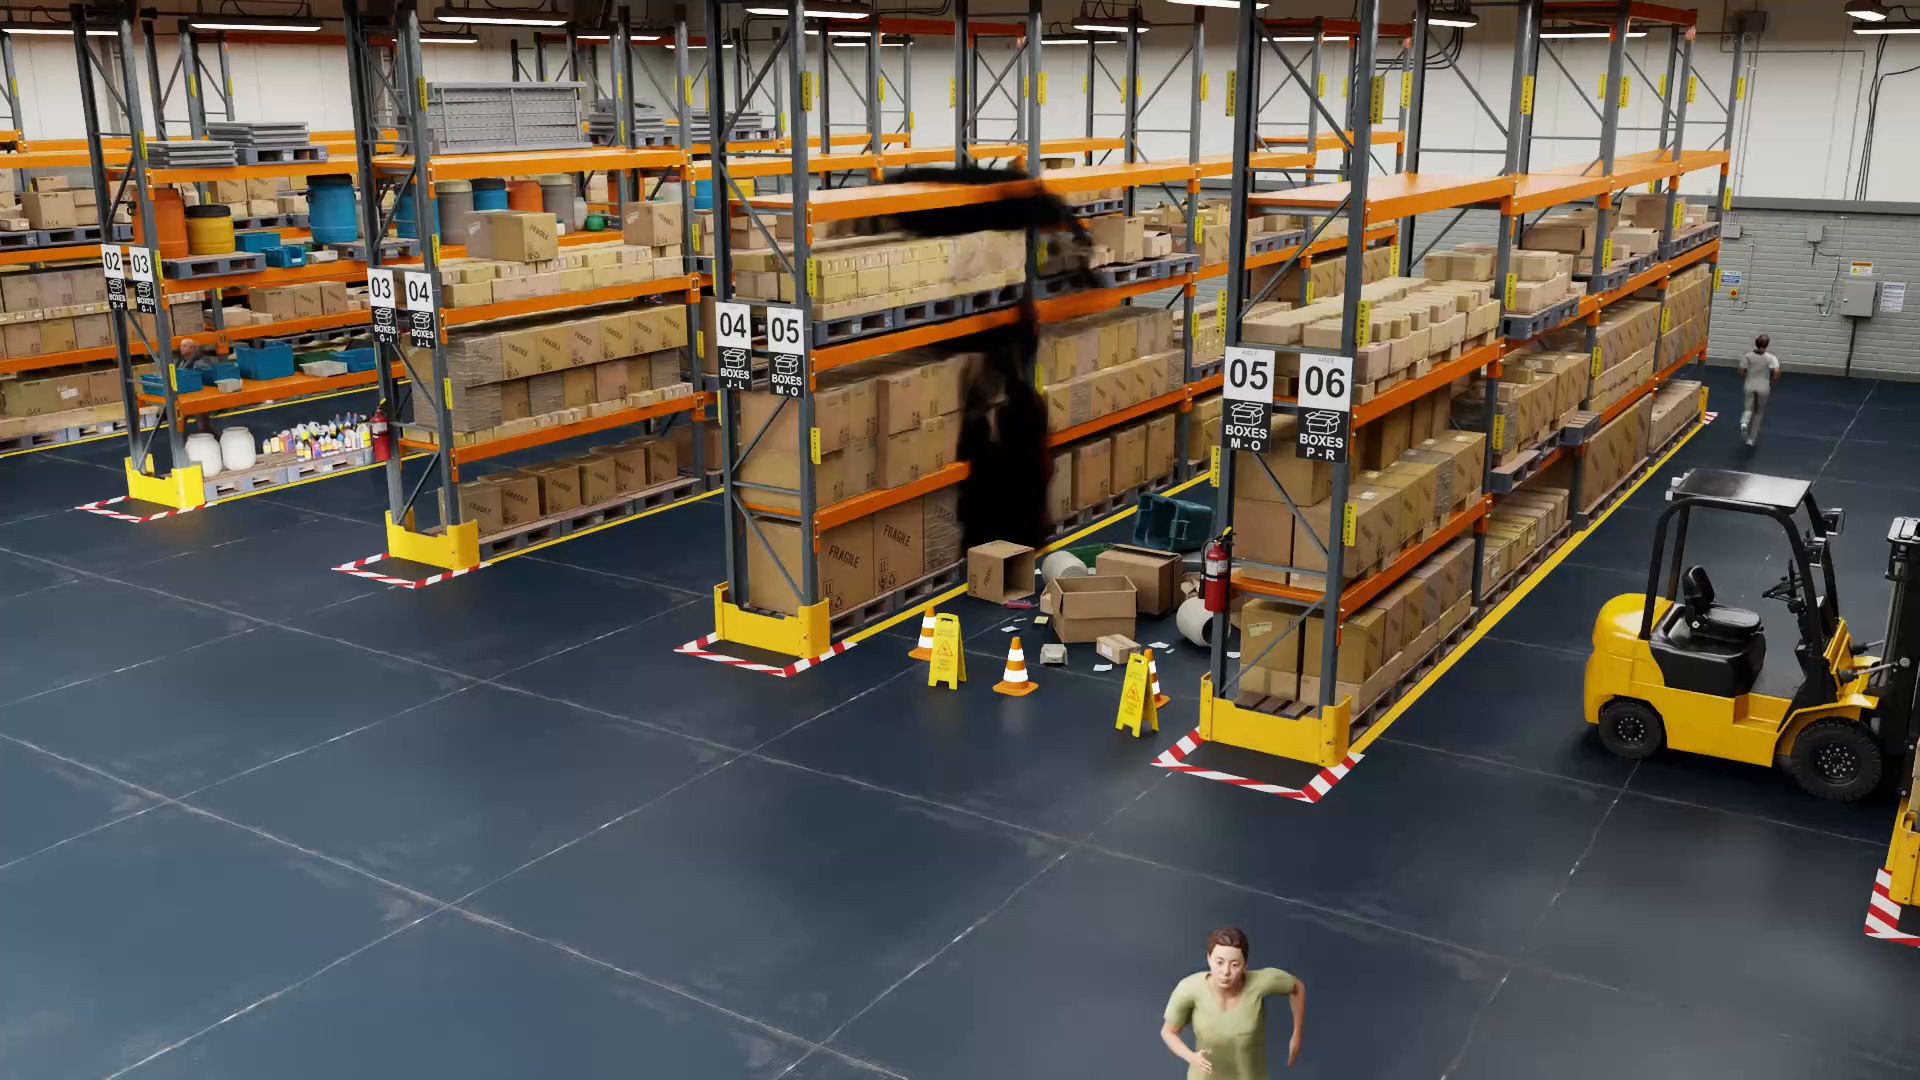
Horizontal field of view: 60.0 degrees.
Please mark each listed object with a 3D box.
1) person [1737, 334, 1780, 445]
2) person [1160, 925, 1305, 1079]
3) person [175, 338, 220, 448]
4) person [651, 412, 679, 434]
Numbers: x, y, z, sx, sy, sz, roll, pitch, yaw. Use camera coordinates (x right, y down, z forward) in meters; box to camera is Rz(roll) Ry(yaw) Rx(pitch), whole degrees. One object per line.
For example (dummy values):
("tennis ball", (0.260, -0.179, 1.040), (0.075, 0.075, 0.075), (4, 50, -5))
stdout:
("person", (11.404, -2.120, 23.817), (0.566, 1.657, 0.794), (9, 18, 30))
("person", (1.196, 2.429, 7.383), (0.602, 1.671, 0.796), (4, 16, 15))
("person", (-10.490, -1.873, 22.783), (0.638, 1.784, 0.781), (5, 16, 17))
("person", (-4.495, -2.520, 25.039), (0.656, 1.772, 0.800), (9, 18, 28))
